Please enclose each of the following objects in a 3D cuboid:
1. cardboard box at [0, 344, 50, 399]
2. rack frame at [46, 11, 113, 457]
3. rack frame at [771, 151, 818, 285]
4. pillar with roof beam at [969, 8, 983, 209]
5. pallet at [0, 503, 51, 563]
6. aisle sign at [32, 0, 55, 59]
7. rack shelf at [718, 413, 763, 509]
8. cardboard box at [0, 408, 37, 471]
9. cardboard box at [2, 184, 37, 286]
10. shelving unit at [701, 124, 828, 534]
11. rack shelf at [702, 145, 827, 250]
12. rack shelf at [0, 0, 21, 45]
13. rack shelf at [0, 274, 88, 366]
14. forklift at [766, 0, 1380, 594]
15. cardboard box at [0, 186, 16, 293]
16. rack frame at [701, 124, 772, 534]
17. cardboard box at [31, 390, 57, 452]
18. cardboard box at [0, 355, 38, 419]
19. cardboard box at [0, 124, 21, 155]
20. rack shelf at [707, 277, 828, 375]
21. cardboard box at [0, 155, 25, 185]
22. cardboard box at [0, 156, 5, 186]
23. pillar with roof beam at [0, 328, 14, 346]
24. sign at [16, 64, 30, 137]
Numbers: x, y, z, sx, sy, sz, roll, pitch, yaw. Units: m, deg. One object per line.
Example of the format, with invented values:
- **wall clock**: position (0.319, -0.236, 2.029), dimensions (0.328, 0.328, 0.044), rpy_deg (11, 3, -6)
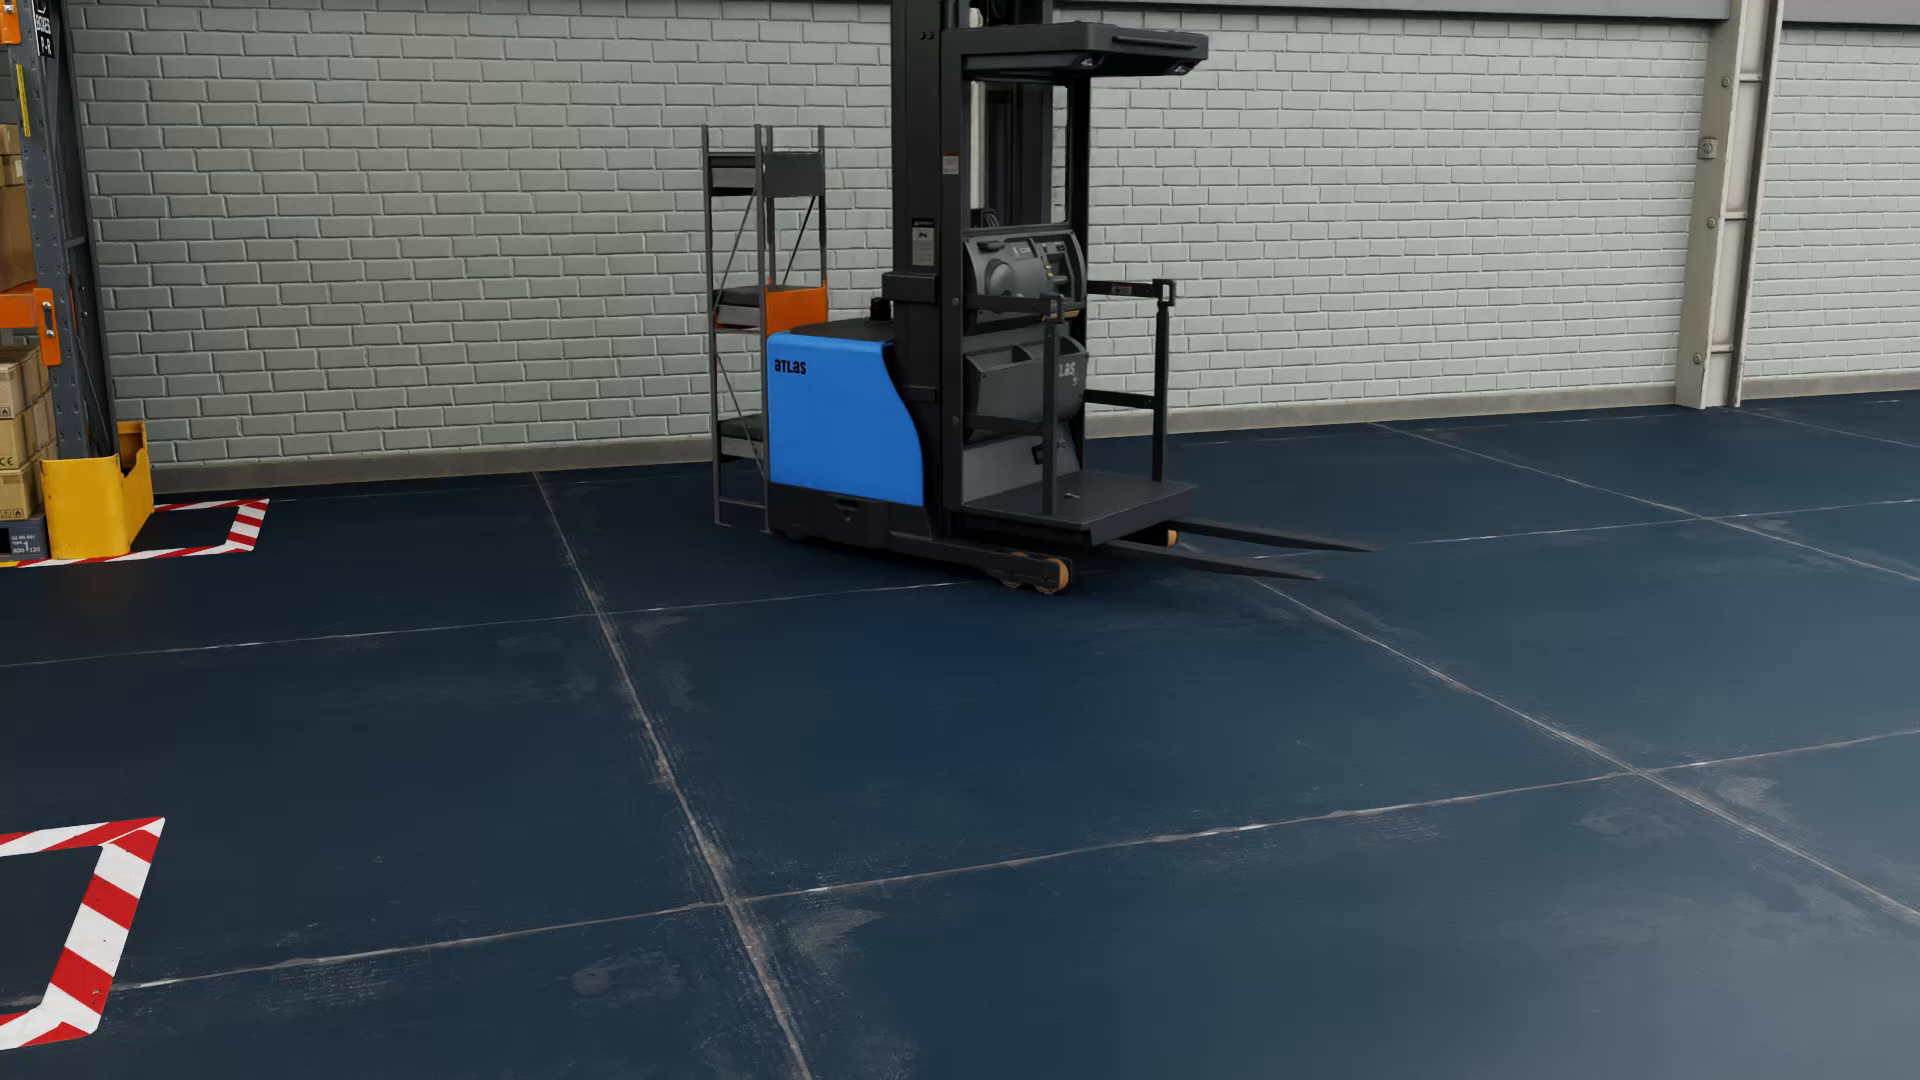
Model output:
- **cardboard box**: position (-5.054, -0.853, 8.620), dimensions (0.500, 0.250, 0.500), rpy_deg (-5, 14, -19)
- **rack frame**: position (-4.537, -1.493, 8.438), dimensions (0.053, 2.616, 0.949), rpy_deg (-4, 14, -18)
- **rack frame**: position (-0.874, -1.172, 9.031), dimensions (0.380, 1.831, 0.006), rpy_deg (9, 16, 35)
- **pillar with roof beam**: position (1.574, -4.057, 6.254), dimensions (0.400, 9.000, 9.100), rpy_deg (-4, 14, -18)
- **pallet**: position (-5.249, -0.072, 8.487), dimensions (1.213, 0.211, 1.003), rpy_deg (-4, 14, -18)
- **aisle sign**: position (-4.382, -2.699, 7.889), dimensions (0.004, 0.787, 0.394), rpy_deg (-4, 14, -18)
- **rack shelf**: position (-1.016, -0.431, 9.002), dimensions (0.431, 0.518, 0.480), rpy_deg (9, 16, 35)
- **cardboard box**: position (-4.900, -0.499, 8.213), dimensions (0.500, 0.250, 0.500), rpy_deg (-5, 14, -19)
- **cardboard box**: position (-5.096, -1.567, 8.531), dimensions (0.500, 0.500, 0.500), rpy_deg (-4, 14, -16)
- **shelving unit**: position (-1.017, -1.125, 8.835), dimensions (0.431, 2.100, 0.499), rpy_deg (9, 16, 35)
- **rack shelf**: position (-1.016, -1.793, 8.678), dimensions (0.431, 0.518, 0.480), rpy_deg (9, 16, 35)
- **rack shelf**: position (-6.434, -2.455, 7.556), dimensions (4.000, 0.370, 1.077), rpy_deg (-4, 14, -18)
- **rack shelf**: position (-6.434, -0.996, 7.903), dimensions (4.000, 0.370, 1.077), rpy_deg (-4, 14, -18)
- **forklift**: position (0.309, -1.348, 7.975), dimensions (3.474, 2.935, 1.130), rpy_deg (10, 17, 35)
- **cardboard box**: position (-4.921, -1.448, 8.034), dimensions (0.500, 0.500, 0.500), rpy_deg (-5, 14, -19)
- **rack frame**: position (-1.158, -1.080, 8.644), dimensions (0.400, 2.100, 0.015), rpy_deg (9, 16, 35)
- **cardboard box**: position (-5.050, -0.614, 8.698), dimensions (0.500, 0.250, 0.500), rpy_deg (-4, 14, -17)
- **cardboard box**: position (-4.875, -0.744, 8.164), dimensions (0.500, 0.250, 0.500), rpy_deg (-4, 14, -16)
- **cardboard box**: position (-4.924, -2.025, 8.412), dimensions (0.250, 0.149, 0.380), rpy_deg (-5, 14, -19)
- **rack shelf**: position (-1.016, -1.112, 8.840), dimensions (0.431, 0.518, 0.480), rpy_deg (9, 16, 35)
- **cardboard box**: position (-4.942, -1.890, 8.488), dimensions (0.250, 0.149, 0.380), rpy_deg (-5, 14, -20)
- **cardboard box**: position (-4.777, -1.771, 7.988), dimensions (0.250, 0.149, 0.380), rpy_deg (-4, 14, -17)
- **pillar with roof beam**: position (-4.112, -3.614, 4.392), dimensions (0.400, 9.000, 9.100), rpy_deg (-4, 14, -18)
- **sign**: position (-4.378, -2.052, 7.775), dimensions (0.005, 0.325, 0.100), rpy_deg (-4, 14, -18)
